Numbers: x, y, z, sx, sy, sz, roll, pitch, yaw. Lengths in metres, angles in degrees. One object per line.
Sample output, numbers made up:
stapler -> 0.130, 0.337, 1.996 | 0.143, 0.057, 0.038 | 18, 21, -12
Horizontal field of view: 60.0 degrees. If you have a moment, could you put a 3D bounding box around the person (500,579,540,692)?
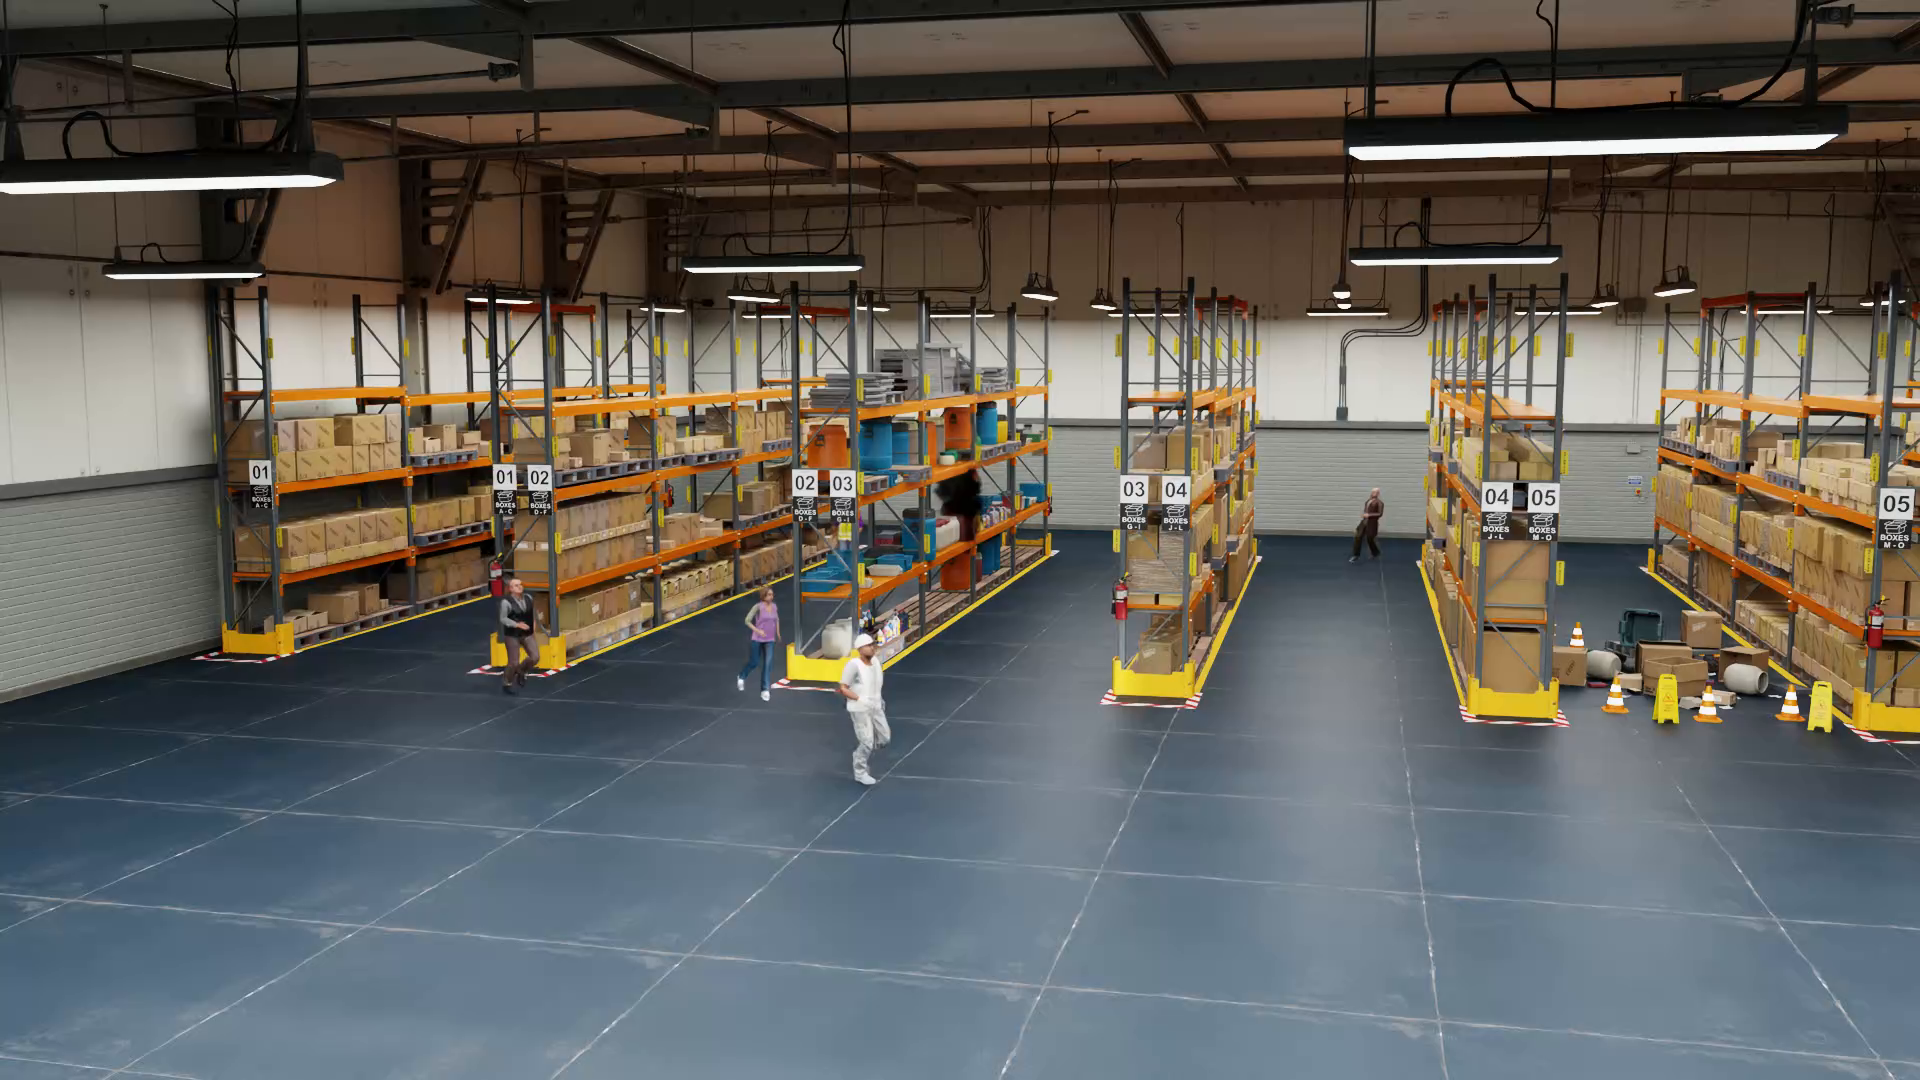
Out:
person -> -6.375, 1.393, 24.155 | 0.681, 1.680, 0.761 | -6, 9, -42

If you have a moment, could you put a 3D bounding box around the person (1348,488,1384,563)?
person -> 9.564, -0.341, 38.791 | 0.981, 1.768, 0.711 | -4, 8, -31

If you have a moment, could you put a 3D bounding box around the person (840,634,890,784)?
person -> -1.087, 1.943, 19.118 | 0.581, 1.743, 0.686 | 5, 8, 38

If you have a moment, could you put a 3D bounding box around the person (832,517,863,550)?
person -> -2.431, 0.012, 35.814 | 0.682, 1.724, 0.644 | 0, 7, 1

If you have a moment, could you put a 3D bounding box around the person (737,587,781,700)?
person -> -2.820, 1.464, 24.000 | 0.603, 1.569, 0.872 | -4, 8, -31
